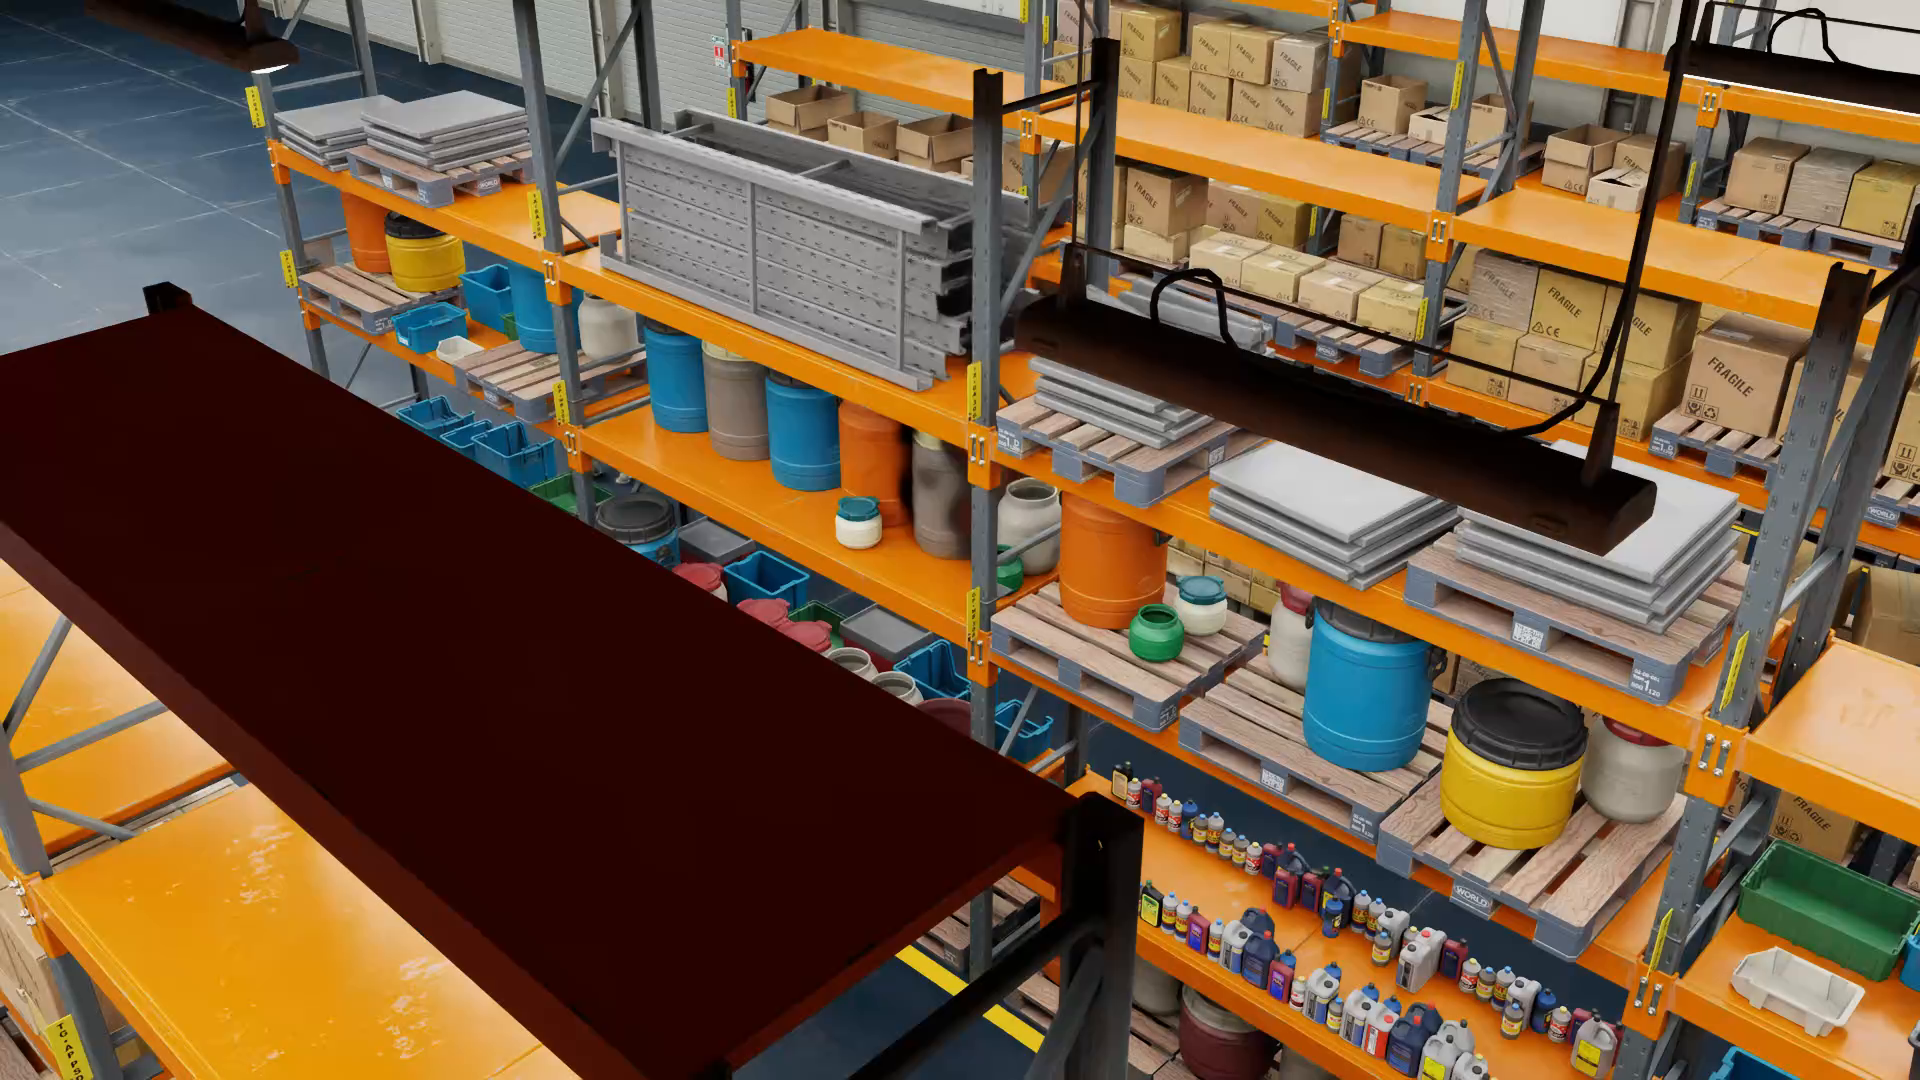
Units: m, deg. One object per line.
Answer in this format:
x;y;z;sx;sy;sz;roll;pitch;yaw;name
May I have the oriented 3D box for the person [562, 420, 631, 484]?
-3.867;-1.298;17.024;0.870;1.528;0.676;-15;33;-25;person
